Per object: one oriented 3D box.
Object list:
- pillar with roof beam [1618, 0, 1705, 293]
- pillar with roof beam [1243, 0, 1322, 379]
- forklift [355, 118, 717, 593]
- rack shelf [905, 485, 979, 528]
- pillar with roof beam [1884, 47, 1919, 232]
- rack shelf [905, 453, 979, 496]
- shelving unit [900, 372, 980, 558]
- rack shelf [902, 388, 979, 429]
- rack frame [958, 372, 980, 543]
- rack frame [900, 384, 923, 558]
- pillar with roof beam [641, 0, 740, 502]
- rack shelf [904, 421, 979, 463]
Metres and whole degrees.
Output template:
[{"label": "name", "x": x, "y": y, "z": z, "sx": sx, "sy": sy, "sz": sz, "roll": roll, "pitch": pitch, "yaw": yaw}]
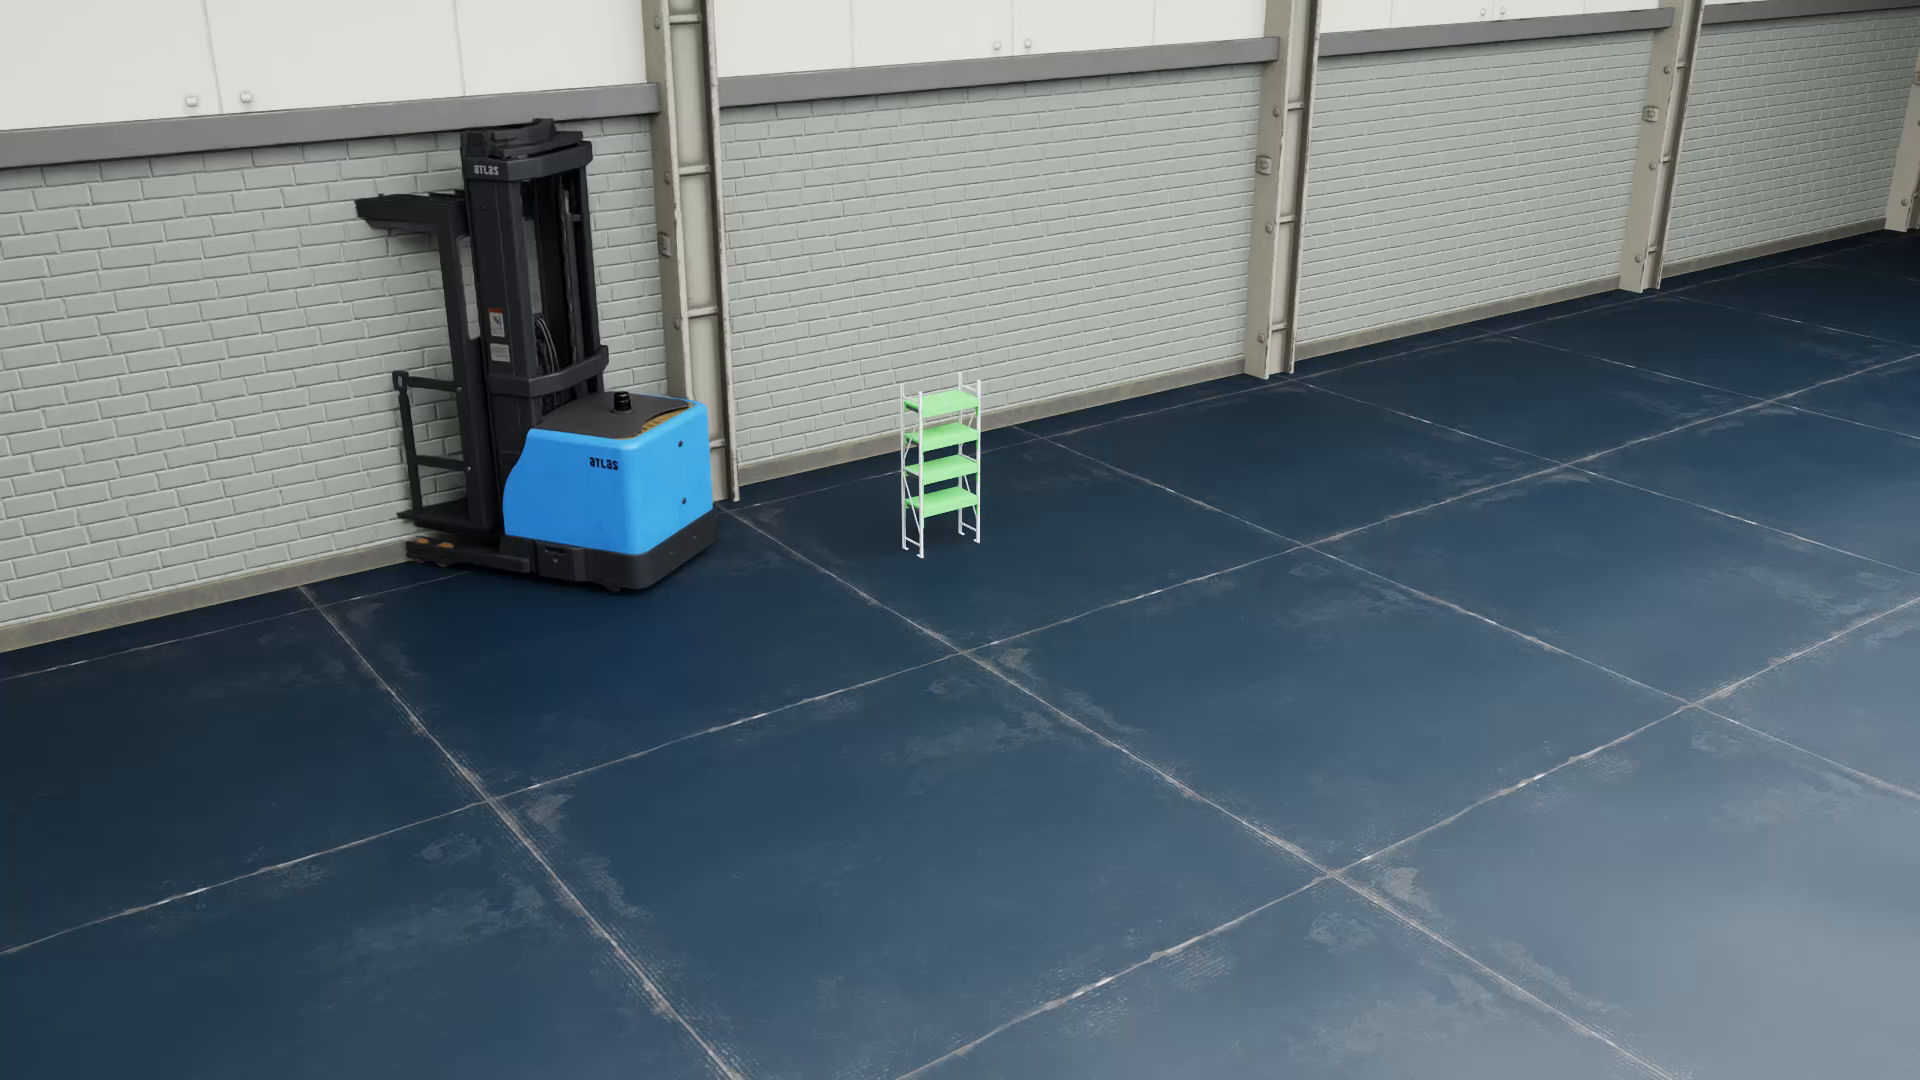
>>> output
[{"label": "pillar with roof beam", "x": 10.331, "y": -5.789, "z": 14.261, "sx": 0.400, "sy": 9.000, "sz": 9.100, "roll": -15, "pitch": 26, "yaw": -33}, {"label": "pillar with roof beam", "x": 5.461, "y": -4.490, "z": 11.007, "sx": 0.400, "sy": 9.000, "sz": 9.100, "roll": -15, "pitch": 26, "yaw": -33}, {"label": "forklift", "x": -3.280, "y": -1.348, "z": 11.319, "sx": 3.031, "sy": 2.935, "sz": 1.130, "roll": 8, "pitch": 23, "yaw": 20}, {"label": "rack shelf", "x": -0.134, "y": -0.239, "z": 11.697, "sx": 0.480, "sy": 0.148, "sz": 0.258, "roll": -15, "pitch": 26, "yaw": -33}, {"label": "pillar with roof beam", "x": 15.202, "y": -7.088, "z": 17.516, "sx": 0.400, "sy": 9.000, "sz": 9.100, "roll": -15, "pitch": 26, "yaw": -33}, {"label": "rack shelf", "x": -0.134, "y": -0.462, "z": 11.608, "sx": 0.480, "sy": 0.148, "sz": 0.258, "roll": -15, "pitch": 26, "yaw": -33}, {"label": "shelving unit", "x": -0.134, "y": -0.521, "z": 11.584, "sx": 0.503, "sy": 1.200, "sz": 0.258, "roll": -15, "pitch": 26, "yaw": -33}, {"label": "rack shelf", "x": -0.134, "y": -0.908, "z": 11.430, "sx": 0.480, "sy": 0.148, "sz": 0.258, "roll": -15, "pitch": 26, "yaw": -33}, {"label": "rack frame", "x": 0.064, "y": -0.574, "z": 11.717, "sx": 0.015, "sy": 1.200, "sz": 0.240, "roll": -15, "pitch": 26, "yaw": -33}, {"label": "rack frame", "x": -0.332, "y": -0.469, "z": 11.452, "sx": 0.015, "sy": 1.200, "sz": 0.240, "roll": -15, "pitch": 26, "yaw": -33}, {"label": "pillar with roof beam", "x": 0.590, "y": -3.191, "z": 7.752, "sx": 0.400, "sy": 9.000, "sz": 9.100, "roll": -15, "pitch": 26, "yaw": -33}, {"label": "rack shelf", "x": -0.134, "y": -0.685, "z": 11.519, "sx": 0.480, "sy": 0.148, "sz": 0.258, "roll": -15, "pitch": 26, "yaw": -33}]
